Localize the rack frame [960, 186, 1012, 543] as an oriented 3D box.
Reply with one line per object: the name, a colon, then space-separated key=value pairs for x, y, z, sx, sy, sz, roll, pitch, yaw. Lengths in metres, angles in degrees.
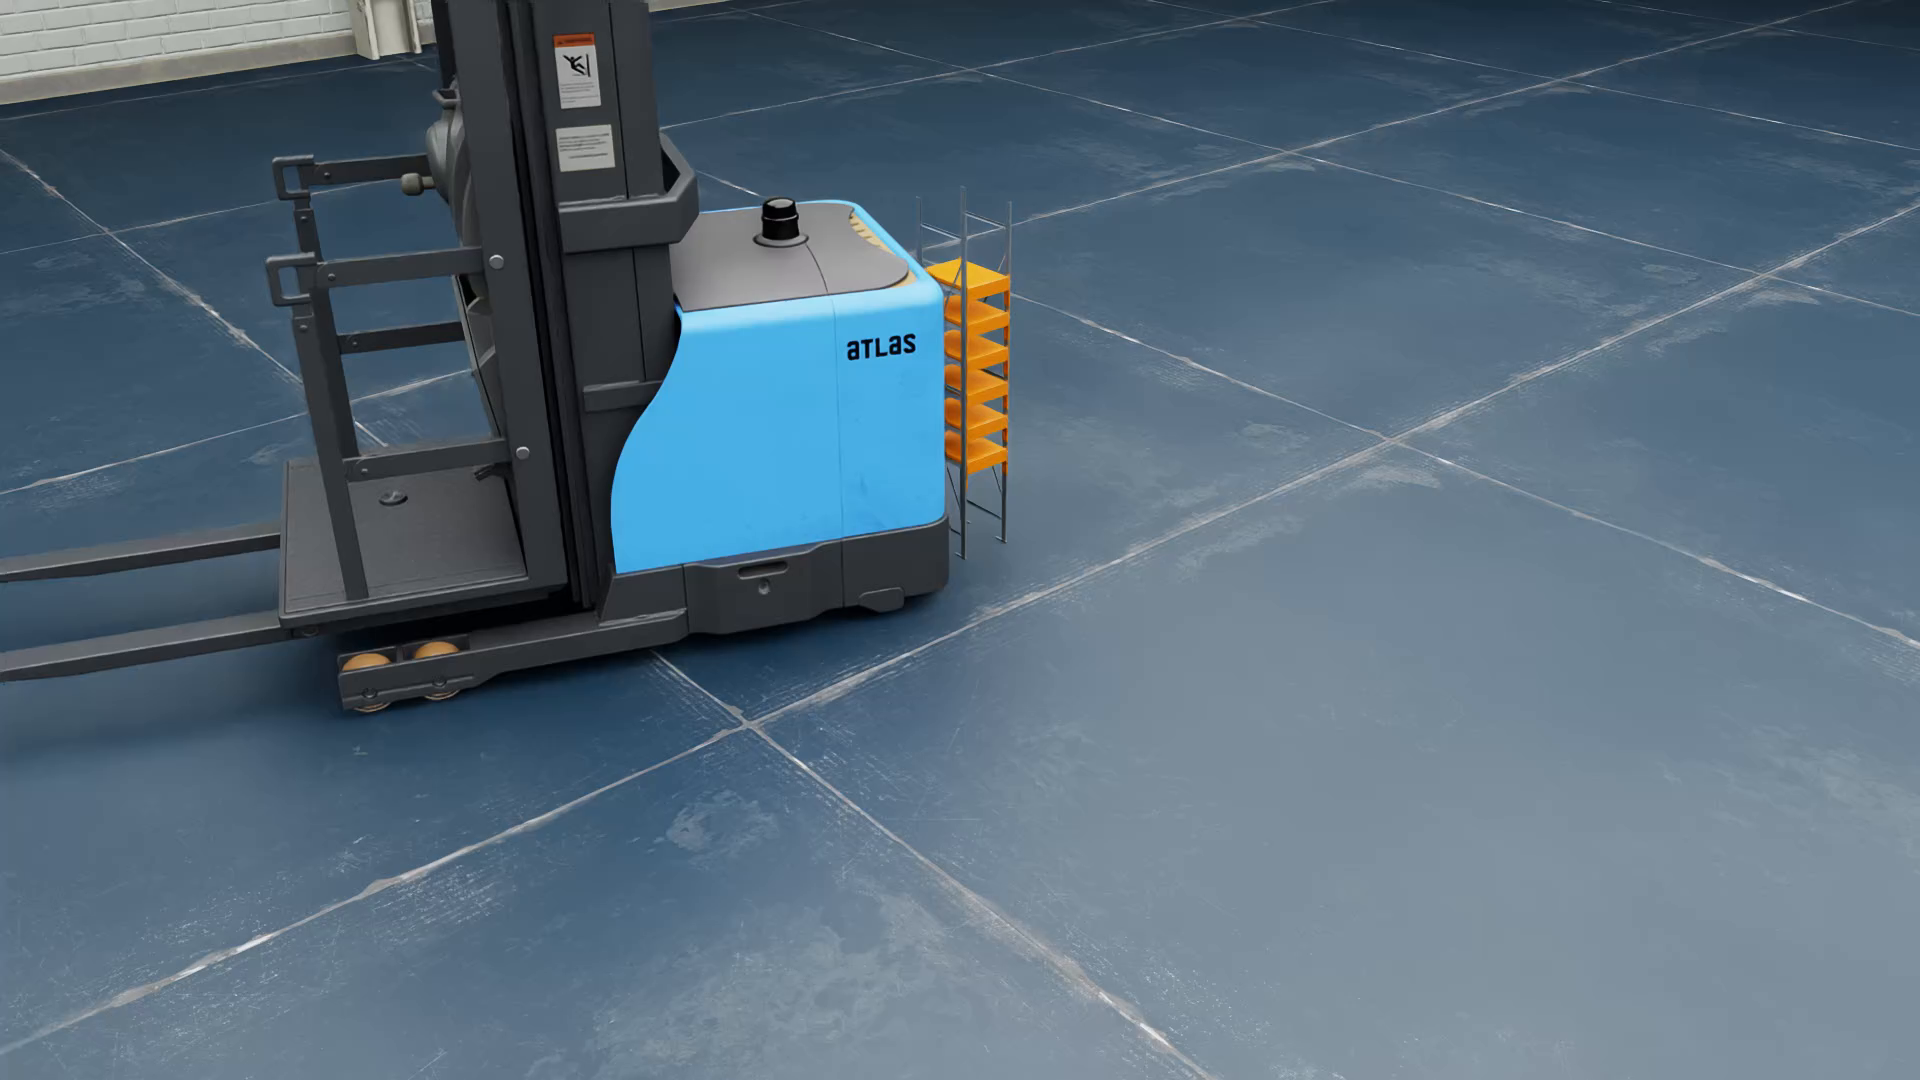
rack frame: x=0.081 y=-0.562 z=5.528 sx=0.006 sy=1.200 sz=0.240 roll=-22 pitch=35 yaw=-35

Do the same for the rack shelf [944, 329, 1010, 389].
rack shelf: x=0.011 y=-0.600 z=5.440 sx=0.180 sy=0.103 sz=0.258 roll=-22 pitch=35 yaw=-35

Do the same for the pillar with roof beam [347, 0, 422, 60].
pillar with roof beam: x=-1.575 y=-6.154 z=7.719 sx=0.400 sy=9.000 sz=9.100 roll=-22 pitch=35 yaw=-35

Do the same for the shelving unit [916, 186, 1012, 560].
shelving unit: x=0.011 y=-0.534 z=5.475 sx=0.189 sy=1.200 sz=0.258 roll=-22 pitch=35 yaw=-35

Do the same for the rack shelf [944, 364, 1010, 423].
rack shelf: x=0.011 y=-0.494 z=5.496 sx=0.180 sy=0.103 sz=0.258 roll=-22 pitch=35 yaw=-35

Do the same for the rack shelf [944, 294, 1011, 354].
rack shelf: x=0.011 y=-0.706 z=5.383 sx=0.180 sy=0.103 sz=0.258 roll=-22 pitch=35 yaw=-35

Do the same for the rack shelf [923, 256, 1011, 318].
rack shelf: x=0.011 y=-0.812 z=5.327 sx=0.180 sy=0.103 sz=0.258 roll=-22 pitch=35 yaw=-35

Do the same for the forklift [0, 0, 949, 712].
forklift: x=-1.608 y=-1.075 z=4.652 sx=3.031 sy=2.935 sz=1.130 roll=-9 pitch=30 yaw=-17

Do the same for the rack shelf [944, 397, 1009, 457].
rack shelf: x=0.011 y=-0.389 z=5.553 sx=0.180 sy=0.103 sz=0.258 roll=-22 pitch=35 yaw=-35

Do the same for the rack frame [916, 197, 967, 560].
rack frame: x=-0.059 y=-0.506 z=5.423 sx=0.006 sy=1.200 sz=0.240 roll=-22 pitch=35 yaw=-35

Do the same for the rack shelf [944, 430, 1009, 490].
rack shelf: x=0.011 y=-0.283 z=5.610 sx=0.180 sy=0.103 sz=0.258 roll=-22 pitch=35 yaw=-35
